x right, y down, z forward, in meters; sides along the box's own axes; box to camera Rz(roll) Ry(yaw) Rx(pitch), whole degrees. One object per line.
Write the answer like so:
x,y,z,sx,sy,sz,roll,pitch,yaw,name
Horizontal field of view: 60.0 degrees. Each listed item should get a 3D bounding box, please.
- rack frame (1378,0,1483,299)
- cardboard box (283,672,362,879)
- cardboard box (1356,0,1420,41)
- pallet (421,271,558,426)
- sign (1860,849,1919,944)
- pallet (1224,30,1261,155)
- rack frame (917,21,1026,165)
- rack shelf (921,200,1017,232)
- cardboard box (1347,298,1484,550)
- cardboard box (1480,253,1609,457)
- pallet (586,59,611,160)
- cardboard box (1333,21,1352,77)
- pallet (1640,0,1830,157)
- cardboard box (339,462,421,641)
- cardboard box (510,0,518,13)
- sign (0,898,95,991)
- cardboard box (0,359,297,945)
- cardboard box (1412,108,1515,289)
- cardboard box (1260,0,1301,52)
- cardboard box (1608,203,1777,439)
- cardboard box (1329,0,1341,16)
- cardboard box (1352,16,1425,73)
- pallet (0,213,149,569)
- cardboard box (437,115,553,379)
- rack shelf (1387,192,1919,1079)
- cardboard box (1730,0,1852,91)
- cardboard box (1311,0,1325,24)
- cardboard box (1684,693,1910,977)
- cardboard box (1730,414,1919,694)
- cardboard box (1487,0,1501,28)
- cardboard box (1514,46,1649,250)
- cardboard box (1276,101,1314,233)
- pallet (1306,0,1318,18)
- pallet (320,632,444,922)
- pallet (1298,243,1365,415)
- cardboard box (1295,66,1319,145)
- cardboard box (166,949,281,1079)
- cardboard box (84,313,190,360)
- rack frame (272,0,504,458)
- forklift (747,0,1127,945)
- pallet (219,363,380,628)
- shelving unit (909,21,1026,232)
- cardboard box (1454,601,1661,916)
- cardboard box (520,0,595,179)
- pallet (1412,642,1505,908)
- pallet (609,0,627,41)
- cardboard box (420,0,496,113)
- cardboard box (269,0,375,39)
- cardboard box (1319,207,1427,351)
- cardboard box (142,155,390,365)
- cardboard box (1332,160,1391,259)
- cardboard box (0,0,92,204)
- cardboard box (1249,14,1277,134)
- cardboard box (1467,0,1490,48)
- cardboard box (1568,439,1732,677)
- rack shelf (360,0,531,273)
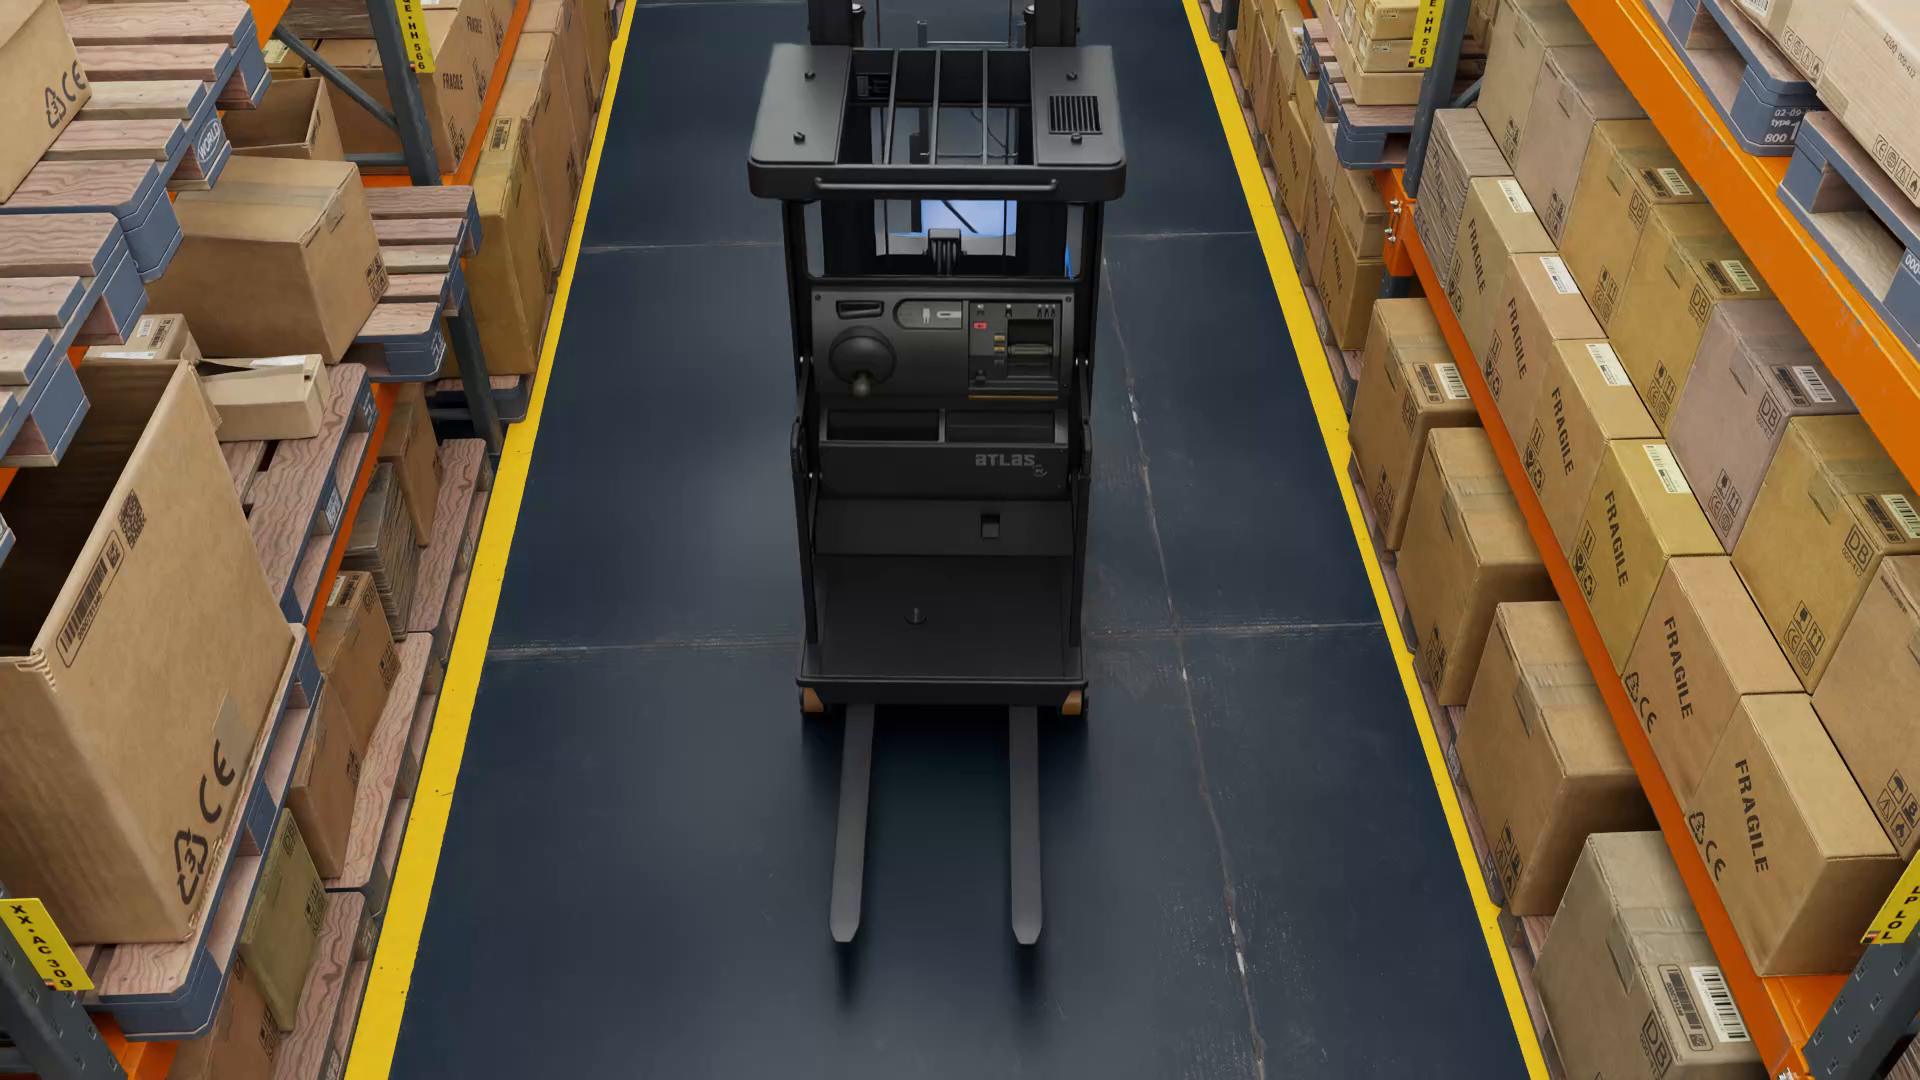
2.336,-1.588,6.763,1.000,3.000,0.127,-2,43,-2,rack frame
-2.484,0.830,5.649,0.700,0.500,0.500,-5,43,-5,cardboard box
1.857,-2.188,6.852,0.380,0.149,0.250,-3,43,-3,cardboard box
-2.582,-1.021,8.207,1.003,0.211,1.213,-2,43,-2,pallet
1.964,0.736,3.428,0.100,0.325,0.005,-2,43,-2,sign
2.201,-2.735,10.078,1.003,0.211,1.213,-2,43,-2,pallet
0.056,-1.816,8.121,0.500,1.500,0.032,1,43,1,rack frame
0.049,-1.340,7.868,0.538,0.185,1.000,1,43,1,rack shelf
2.272,-0.500,6.930,1.050,0.750,0.750,-2,43,-2,cardboard box
2.131,-0.631,5.644,0.500,0.500,0.500,-2,43,-2,cardboard box
-2.685,-2.668,10.005,1.003,0.211,1.213,-2,43,-2,pallet
1.847,-2.138,7.238,0.380,0.149,0.250,-2,43,-2,cardboard box
2.467,-1.437,4.517,1.003,0.211,1.213,0,43,0,pallet
-2.539,0.071,6.477,0.700,0.500,0.500,-5,43,-5,cardboard box
-2.441,-2.919,8.140,0.500,0.500,0.500,-1,43,-2,cardboard box
-1.912,0.846,3.466,0.100,0.325,0.005,-2,43,-2,sign
-2.347,0.270,3.981,1.000,1.000,1.000,-1,43,-2,cardboard box
2.086,-1.314,6.390,0.500,0.500,0.500,-1,43,-1,cardboard box
1.959,-2.933,9.214,0.500,0.250,0.500,-1,43,-1,cardboard box
2.414,-0.658,4.934,0.700,0.500,0.500,-2,43,-2,cardboard box
1.834,-2.438,7.345,0.380,0.149,0.250,-1,43,-1,cardboard box
1.860,-2.081,6.955,0.380,0.149,0.250,-1,43,-1,cardboard box
-2.373,-0.270,3.244,1.213,0.211,1.003,-2,43,-2,pallet
-2.632,-1.352,7.767,1.225,0.875,0.875,-3,43,-4,cardboard box
2.421,0.027,5.533,1.077,0.370,4.000,-2,43,-2,rack shelf
2.212,-1.330,3.942,0.500,0.311,0.500,-3,43,-3,cardboard box
1.829,-2.480,7.611,0.380,0.149,0.250,-2,43,-2,cardboard box
2.217,0.730,4.159,0.500,0.500,0.500,-2,43,-2,cardboard box
2.455,0.024,4.190,0.700,0.500,0.500,-2,43,-2,cardboard box
2.503,-2.275,7.168,0.380,0.149,0.250,0,43,0,cardboard box
2.368,-1.349,5.688,0.700,0.500,0.500,-2,43,-2,cardboard box
1.990,-1.966,8.714,0.500,0.500,0.500,-3,43,-4,cardboard box
2.211,-2.853,8.285,1.003,0.211,1.213,-2,43,-2,pallet
-2.543,0.863,6.152,1.003,0.211,1.213,-2,43,-2,pallet
2.305,-1.088,8.281,1.003,0.211,1.213,-2,43,-2,pallet
2.007,-2.237,8.454,0.500,0.250,0.500,-1,43,-1,cardboard box
-2.458,1.530,4.885,0.700,0.500,0.500,-5,43,-5,cardboard box
-2.782,-0.476,5.349,0.500,0.250,0.500,-3,43,-3,cardboard box
-2.623,-1.514,6.682,1.000,3.000,0.127,-2,43,-2,rack frame
-0.061,-0.613,5.750,1.130,2.935,3.031,1,43,1,forklift
-2.498,-0.108,5.290,1.003,0.211,1.213,-2,43,-2,pallet
0.049,-1.472,7.746,0.538,1.500,1.048,1,43,1,shelving unit
2.353,0.719,5.600,1.050,0.750,0.750,-2,43,-2,cardboard box
-2.707,-2.552,9.075,1.225,0.875,0.875,-3,43,-3,cardboard box
2.343,0.796,6.226,1.003,0.211,1.213,-2,43,-2,pallet
-2.747,-3.702,11.133,1.003,0.211,1.213,-2,43,-2,pallet
-2.396,-2.235,7.395,0.500,0.500,0.500,-3,43,-3,cardboard box
-2.638,-2.415,6.848,0.797,0.503,0.637,0,43,0,cardboard box
2.047,-1.259,7.942,0.500,0.500,0.500,-2,43,-2,cardboard box
-2.437,-0.969,5.702,0.700,0.500,0.500,4,43,5,cardboard box
2.045,-1.552,7.708,0.500,0.250,0.500,-3,43,-3,cardboard box
-2.416,-1.069,3.589,0.797,0.503,0.637,0,43,0,cardboard box
1.957,-2.659,9.470,0.500,0.500,0.500,0,43,0,cardboard box
2.496,-2.322,7.438,0.380,0.149,0.250,0,43,0,cardboard box
2.174,0.048,4.904,0.500,0.500,0.500,-1,43,-1,cardboard box
-2.708,-2.599,8.398,1.077,0.370,4.000,-2,43,-2,rack shelf
